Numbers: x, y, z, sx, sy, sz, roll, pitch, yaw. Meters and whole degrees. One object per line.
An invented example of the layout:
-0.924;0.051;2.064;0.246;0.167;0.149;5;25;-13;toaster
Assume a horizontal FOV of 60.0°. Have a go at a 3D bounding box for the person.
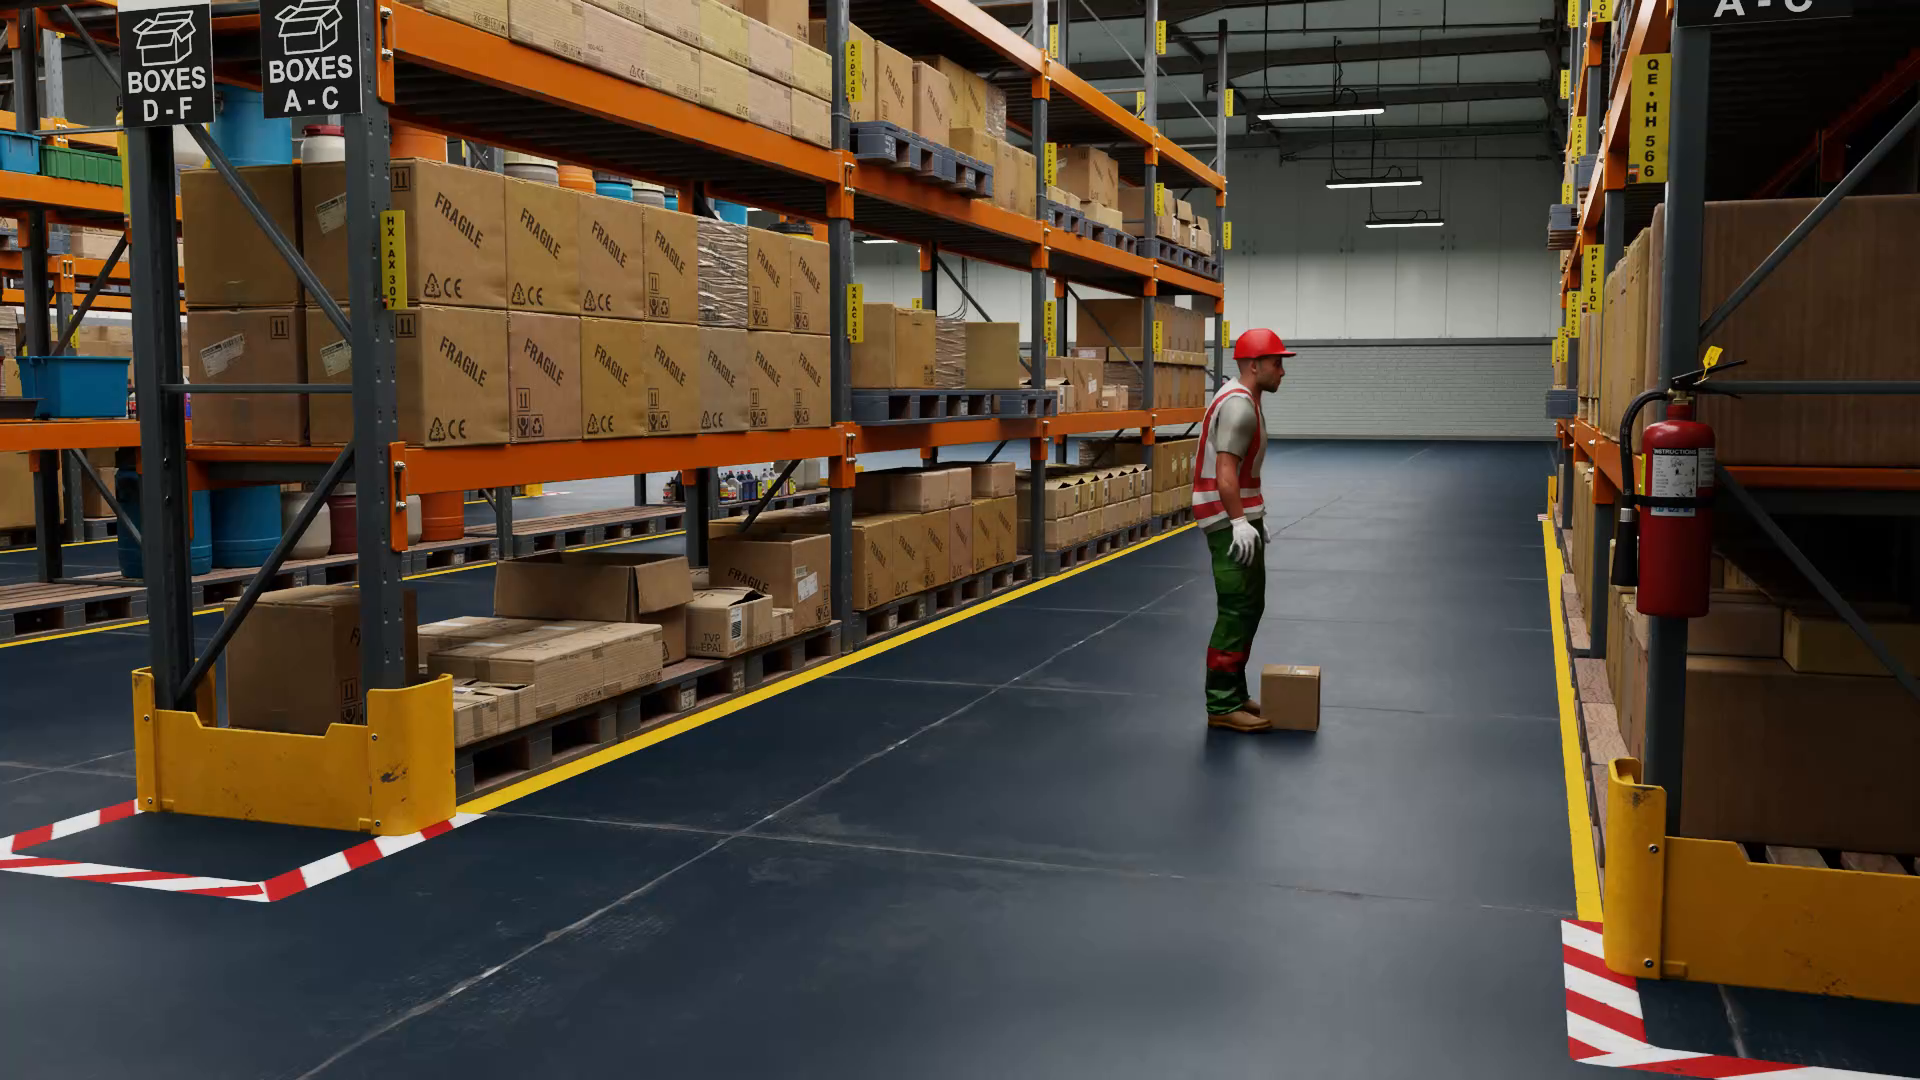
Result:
1.279;-0.060;7.510;0.448;1.780;0.623;2;5;16;person
